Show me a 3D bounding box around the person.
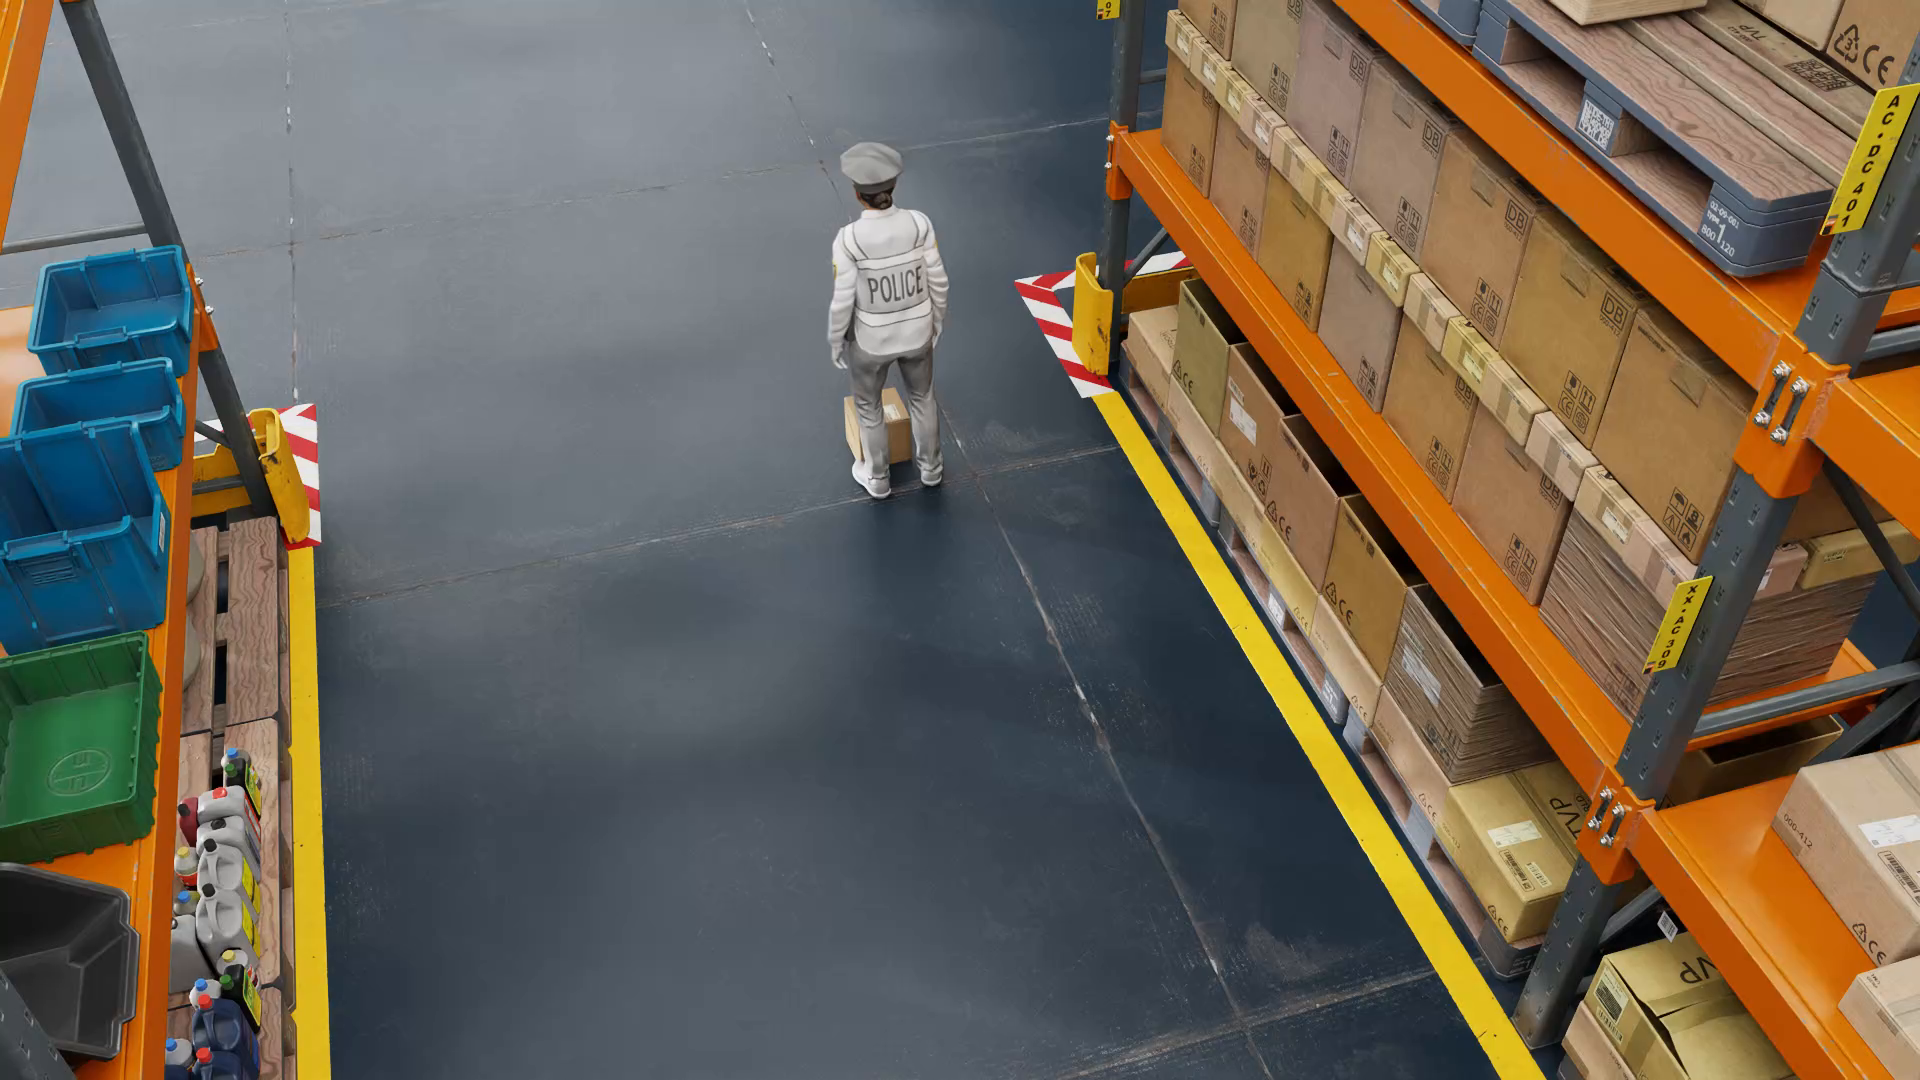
[{"bbox_3d":[-0.307,-0.885,7.125,0.541,1.661,0.375,-14,44,-15],"label":"person"}]
